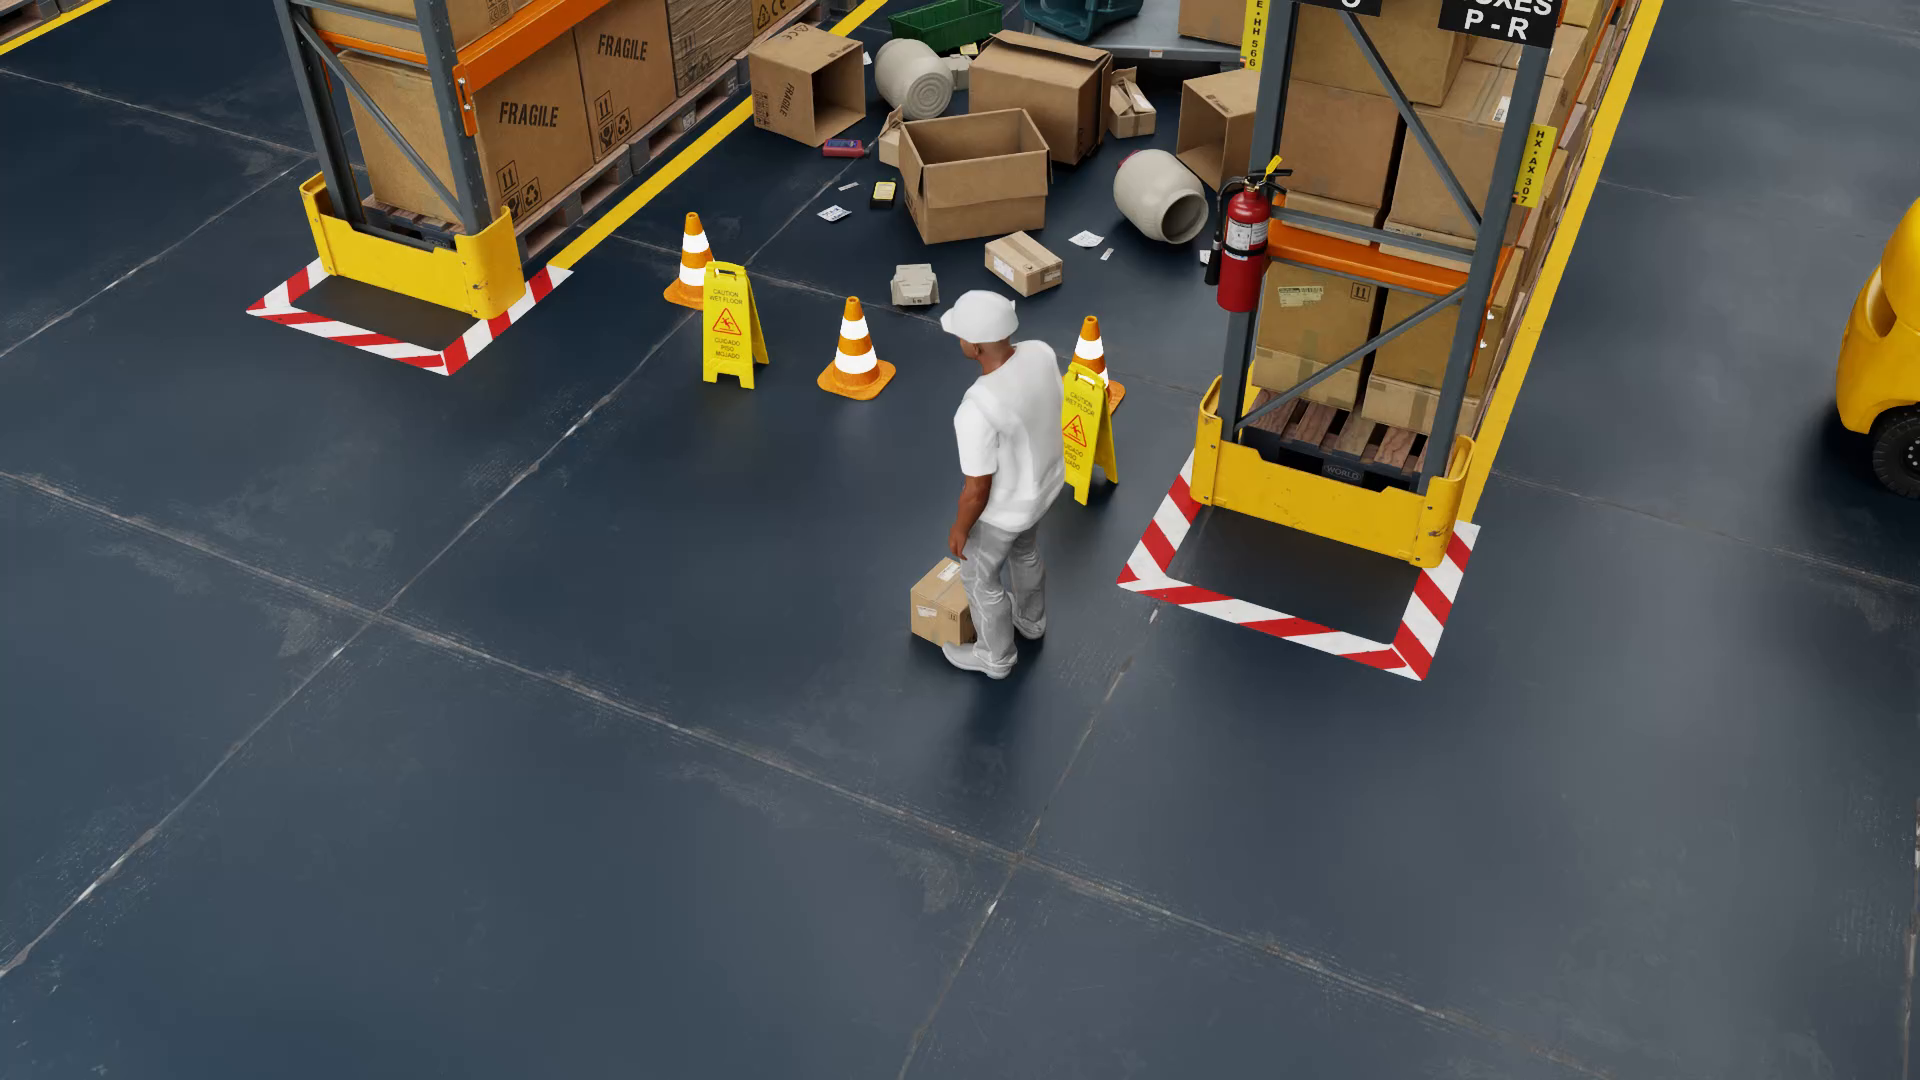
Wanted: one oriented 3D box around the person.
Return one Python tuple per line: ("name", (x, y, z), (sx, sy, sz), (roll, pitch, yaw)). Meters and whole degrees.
("person", (0.153, -0.197, 6.368), (0.460, 1.759, 0.629), (24, 47, 24))
